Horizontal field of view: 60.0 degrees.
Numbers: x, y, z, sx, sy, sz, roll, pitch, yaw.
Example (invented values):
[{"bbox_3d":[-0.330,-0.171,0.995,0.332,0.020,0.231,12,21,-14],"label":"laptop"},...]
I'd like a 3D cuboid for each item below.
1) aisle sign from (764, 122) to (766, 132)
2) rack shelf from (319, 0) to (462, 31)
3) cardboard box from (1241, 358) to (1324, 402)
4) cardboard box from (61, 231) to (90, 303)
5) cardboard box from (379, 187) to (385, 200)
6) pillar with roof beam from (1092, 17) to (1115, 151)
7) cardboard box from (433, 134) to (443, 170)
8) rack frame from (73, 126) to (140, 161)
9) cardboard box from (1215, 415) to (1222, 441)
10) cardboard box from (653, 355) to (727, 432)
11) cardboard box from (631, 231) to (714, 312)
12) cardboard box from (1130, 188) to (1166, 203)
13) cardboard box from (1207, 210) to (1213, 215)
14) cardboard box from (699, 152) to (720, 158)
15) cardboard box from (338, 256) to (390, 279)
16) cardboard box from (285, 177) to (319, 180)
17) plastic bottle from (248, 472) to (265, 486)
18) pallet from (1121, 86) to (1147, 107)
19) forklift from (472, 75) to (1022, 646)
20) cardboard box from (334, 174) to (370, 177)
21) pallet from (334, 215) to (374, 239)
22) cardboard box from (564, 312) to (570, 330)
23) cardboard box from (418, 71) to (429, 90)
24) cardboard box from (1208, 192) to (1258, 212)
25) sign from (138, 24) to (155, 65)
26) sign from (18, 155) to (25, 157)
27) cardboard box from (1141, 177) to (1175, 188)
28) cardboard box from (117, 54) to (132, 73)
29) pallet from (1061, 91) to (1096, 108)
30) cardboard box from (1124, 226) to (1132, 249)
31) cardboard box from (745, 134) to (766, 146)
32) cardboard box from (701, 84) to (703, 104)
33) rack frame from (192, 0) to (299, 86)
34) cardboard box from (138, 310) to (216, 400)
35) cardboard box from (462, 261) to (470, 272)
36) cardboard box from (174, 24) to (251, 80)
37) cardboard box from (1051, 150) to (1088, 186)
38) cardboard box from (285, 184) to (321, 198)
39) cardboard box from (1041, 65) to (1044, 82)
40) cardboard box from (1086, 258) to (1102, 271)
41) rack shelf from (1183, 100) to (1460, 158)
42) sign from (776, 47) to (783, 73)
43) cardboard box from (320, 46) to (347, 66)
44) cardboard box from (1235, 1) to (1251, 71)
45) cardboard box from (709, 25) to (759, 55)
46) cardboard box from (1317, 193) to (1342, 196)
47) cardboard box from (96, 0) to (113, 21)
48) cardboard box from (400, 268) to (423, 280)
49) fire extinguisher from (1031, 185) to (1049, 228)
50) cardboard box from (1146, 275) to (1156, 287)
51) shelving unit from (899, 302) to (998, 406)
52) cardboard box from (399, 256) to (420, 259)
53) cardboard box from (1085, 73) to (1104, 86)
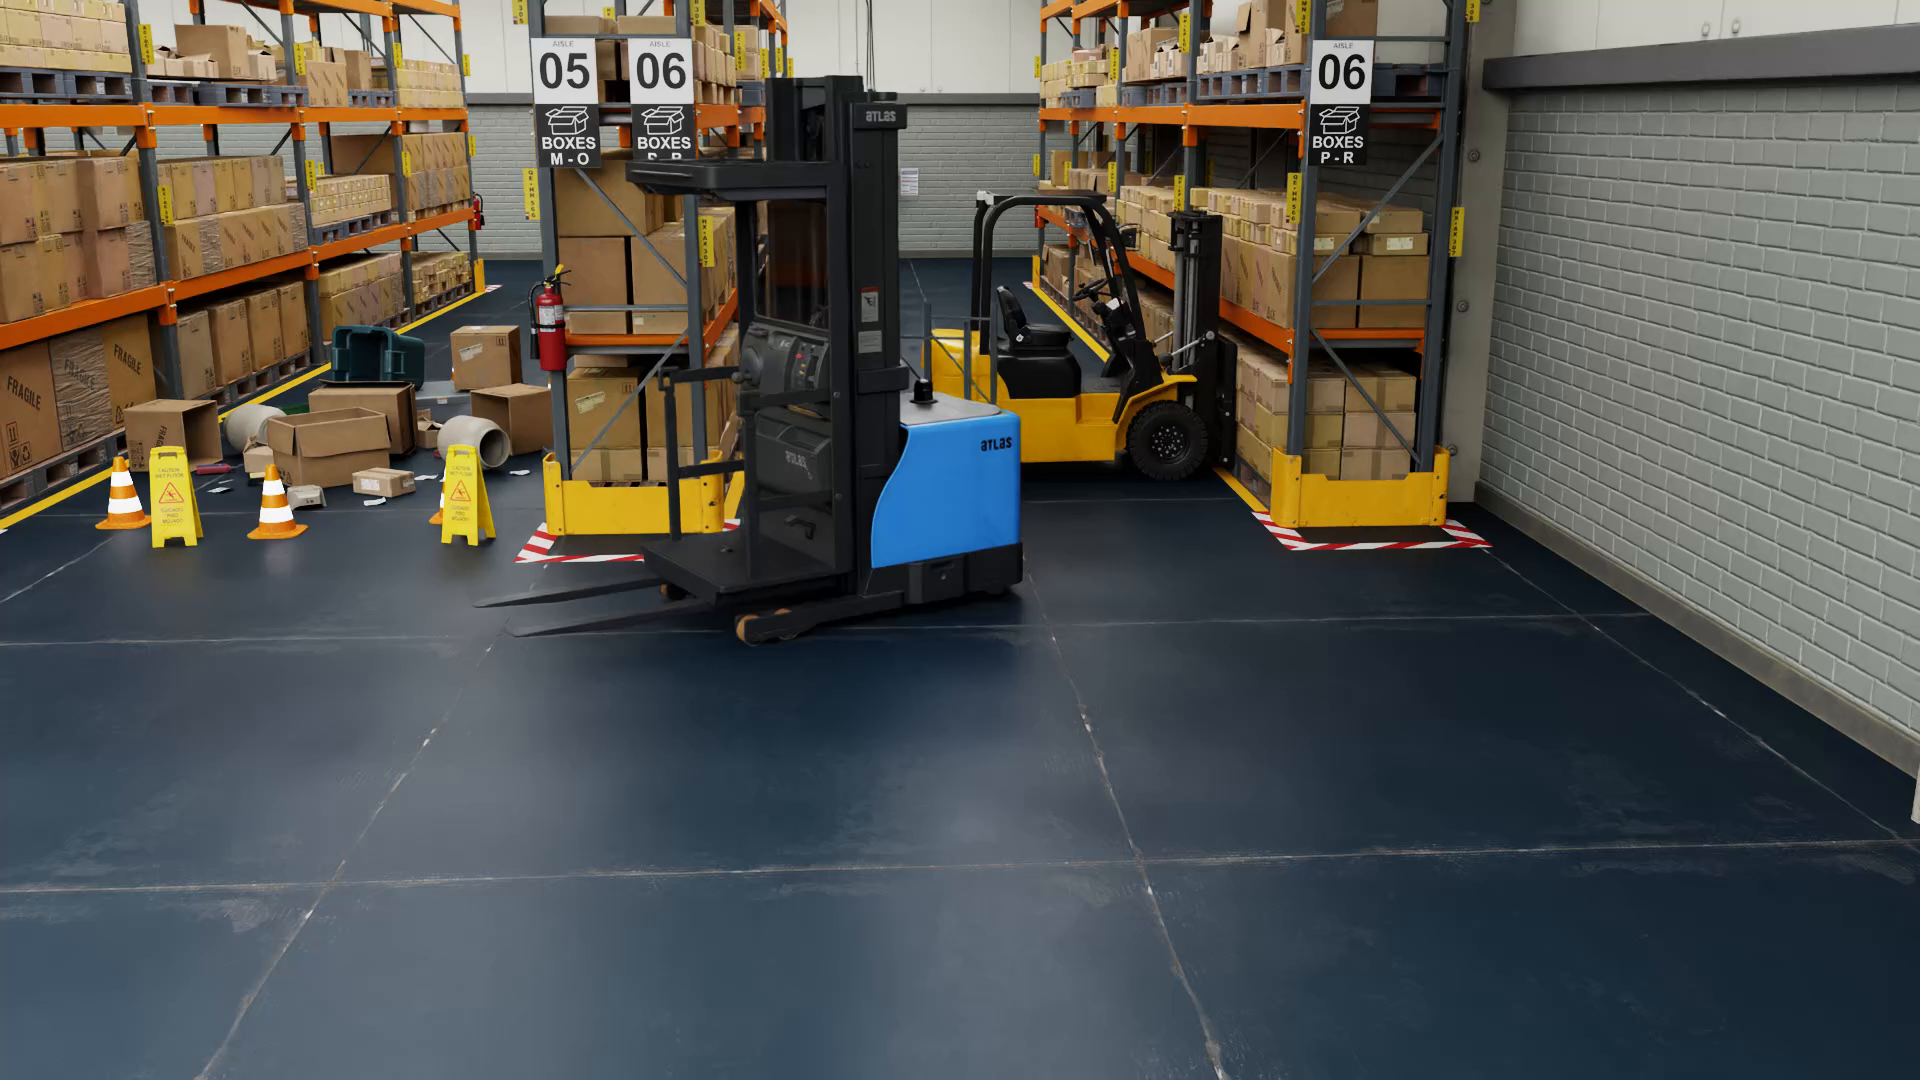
[{"bbox_3d":[-2.884,-6.777,26.127,0.394,0.787,0.004,-1,14,-3],"label":"aisle sign"},{"bbox_3d":[-8.000,-7.451,23.378,1.077,0.370,4.000,-1,14,-3],"label":"rack shelf"},{"bbox_3d":[2.379,-1.186,12.284,0.500,0.250,0.500,-1,14,-2],"label":"cardboard box"},{"bbox_3d":[-7.373,-2.118,12.935,0.875,0.550,0.550,-1,14,-3],"label":"cardboard box"},{"bbox_3d":[-7.636,-4.463,21.417,0.380,0.149,0.250,-1,14,-3],"label":"cardboard box"},{"bbox_3d":[-1.799,-9.096,28.319,9.100,9.000,0.400,-1,14,-3],"label":"pillar with roof beam"},{"bbox_3d":[-7.738,-5.573,23.864,0.500,0.500,0.500,-1,14,-5],"label":"cardboard box"},{"bbox_3d":[-13.080,-5.342,25.769,1.000,3.000,0.127,-1,14,-3],"label":"rack frame"},{"bbox_3d":[2.314,-0.954,13.391,0.500,0.250,0.500,0,14,-2],"label":"cardboard box"},{"bbox_3d":[-2.011,-1.091,12.419,0.500,0.500,0.500,-1,14,-6],"label":"cardboard box"},{"bbox_3d":[-1.950,-1.830,11.323,0.500,0.500,0.500,-1,14,-4],"label":"cardboard box"},{"bbox_3d":[2.046,-3.732,18.008,0.380,0.149,0.250,0,14,-2],"label":"cardboard box"},{"bbox_3d":[2.268,-2.676,13.905,0.380,0.149,0.250,-1,14,-2],"label":"cardboard box"},{"bbox_3d":[-2.987,-4.163,18.977,0.500,0.500,0.500,-1,14,-5],"label":"cardboard box"},{"bbox_3d":[-7.559,-3.445,21.065,0.500,0.250,0.500,0,14,-1],"label":"cardboard box"},{"bbox_3d":[-8.261,-4.468,20.840,0.380,0.149,0.250,-1,14,-4],"label":"cardboard box"},{"bbox_3d":[-5.388,-0.476,12.754,0.133,0.061,0.283,-6,16,-23],"label":"plastic bottle"},{"bbox_3d":[2.392,-4.777,17.931,1.213,0.211,1.003,0,14,-1],"label":"pallet"},{"bbox_3d":[-1.143,-1.004,9.048,3.031,2.935,1.130,-9,17,-33],"label":"forklift"},{"bbox_3d":[-8.188,-4.707,22.503,0.500,0.500,0.500,-1,14,-3],"label":"cardboard box"},{"bbox_3d":[-7.791,-3.803,20.171,1.003,0.211,1.213,-1,14,-3],"label":"pallet"},{"bbox_3d":[-2.561,-1.545,11.516,0.380,0.149,0.250,-1,14,-4],"label":"cardboard box"},{"bbox_3d":[-7.709,-6.393,23.133,0.500,0.250,0.500,-1,14,-2],"label":"cardboard box"},{"bbox_3d":[2.276,-2.818,13.861,0.380,0.149,0.250,-1,14,-2],"label":"cardboard box"},{"bbox_3d":[-6.826,-4.159,13.956,0.100,0.325,0.005,-1,14,-3],"label":"sign"},{"bbox_3d":[-12.291,-4.880,21.810,0.100,0.325,0.005,-1,14,-3],"label":"sign"},{"bbox_3d":[2.385,-3.965,19.374,0.500,0.500,0.500,0,14,-1],"label":"cardboard box"},{"bbox_3d":[-7.038,-3.906,13.629,0.380,0.149,0.250,-1,14,-4],"label":"cardboard box"},{"bbox_3d":[1.983,-5.776,21.813,1.213,0.211,1.003,-1,14,-3],"label":"pallet"},{"bbox_3d":[2.070,-3.271,18.021,0.500,0.250,0.500,-1,14,-5],"label":"cardboard box"},{"bbox_3d":[-2.792,-5.556,23.091,0.380,0.149,0.250,-1,14,-4],"label":"cardboard box"},{"bbox_3d":[-2.042,-3.192,11.896,0.380,0.149,0.250,-1,14,-5],"label":"cardboard box"},{"bbox_3d":[-7.628,-6.309,17.488,1.000,3.000,0.127,-1,14,-3],"label":"rack frame"},{"bbox_3d":[-7.508,-1.676,15.192,1.050,0.750,0.750,-1,14,-4],"label":"cardboard box"},{"bbox_3d":[-7.806,-4.233,25.741,0.380,0.149,0.250,-1,14,-5],"label":"cardboard box"},{"bbox_3d":[-7.241,-4.729,16.121,0.500,0.500,0.500,-1,14,-3],"label":"cardboard box"},{"bbox_3d":[1.617,-5.517,24.648,0.500,0.500,0.500,-1,14,-2],"label":"cardboard box"},{"bbox_3d":[-7.482,-3.958,18.859,0.380,0.149,0.250,-1,14,-5],"label":"cardboard box"},{"bbox_3d":[1.542,-7.224,25.766,0.500,0.250,0.500,-1,14,-4],"label":"cardboard box"},{"bbox_3d":[1.891,-3.660,22.103,0.380,0.149,0.250,-2,15,-6],"label":"cardboard box"},{"bbox_3d":[2.632,-3.195,12.848,1.077,0.370,4.000,-1,14,-3],"label":"rack shelf"},{"bbox_3d":[-2.400,-6.366,22.061,0.100,0.325,0.005,-1,14,-3],"label":"sign"},{"bbox_3d":[-7.911,-5.718,20.162,0.797,0.503,0.637,-1,14,-4],"label":"cardboard box"},{"bbox_3d":[2.524,-3.856,12.725,0.797,0.503,0.637,0,14,-2],"label":"cardboard box"},{"bbox_3d":[-2.123,-4.611,15.364,0.500,0.250,0.500,-1,14,-5],"label":"cardboard box"},{"bbox_3d":[2.908,-2.765,13.655,0.380,0.149,0.250,-1,14,-4],"label":"cardboard box"},{"bbox_3d":[-7.024,-4.229,13.284,0.380,0.149,0.250,-1,14,-4],"label":"cardboard box"},{"bbox_3d":[-7.648,-3.668,22.946,0.380,0.149,0.250,0,14,-1],"label":"cardboard box"},{"bbox_3d":[1.294,-5.384,26.835,0.296,0.674,0.183,-1,14,-3],"label":"fire extinguisher"},{"bbox_3d":[2.454,-3.151,20.127,0.380,0.149,0.250,-1,14,-3],"label":"cardboard box"},{"bbox_3d":[-0.086,-0.753,10.944,0.587,1.500,1.083,3,15,10],"label":"shelving unit"},{"bbox_3d":[-8.307,-4.177,24.925,0.380,0.149,0.250,-2,15,-6],"label":"cardboard box"},{"bbox_3d":[1.755,-5.698,20.594,0.380,0.149,0.250,-1,14,-2],"label":"cardboard box"}]
